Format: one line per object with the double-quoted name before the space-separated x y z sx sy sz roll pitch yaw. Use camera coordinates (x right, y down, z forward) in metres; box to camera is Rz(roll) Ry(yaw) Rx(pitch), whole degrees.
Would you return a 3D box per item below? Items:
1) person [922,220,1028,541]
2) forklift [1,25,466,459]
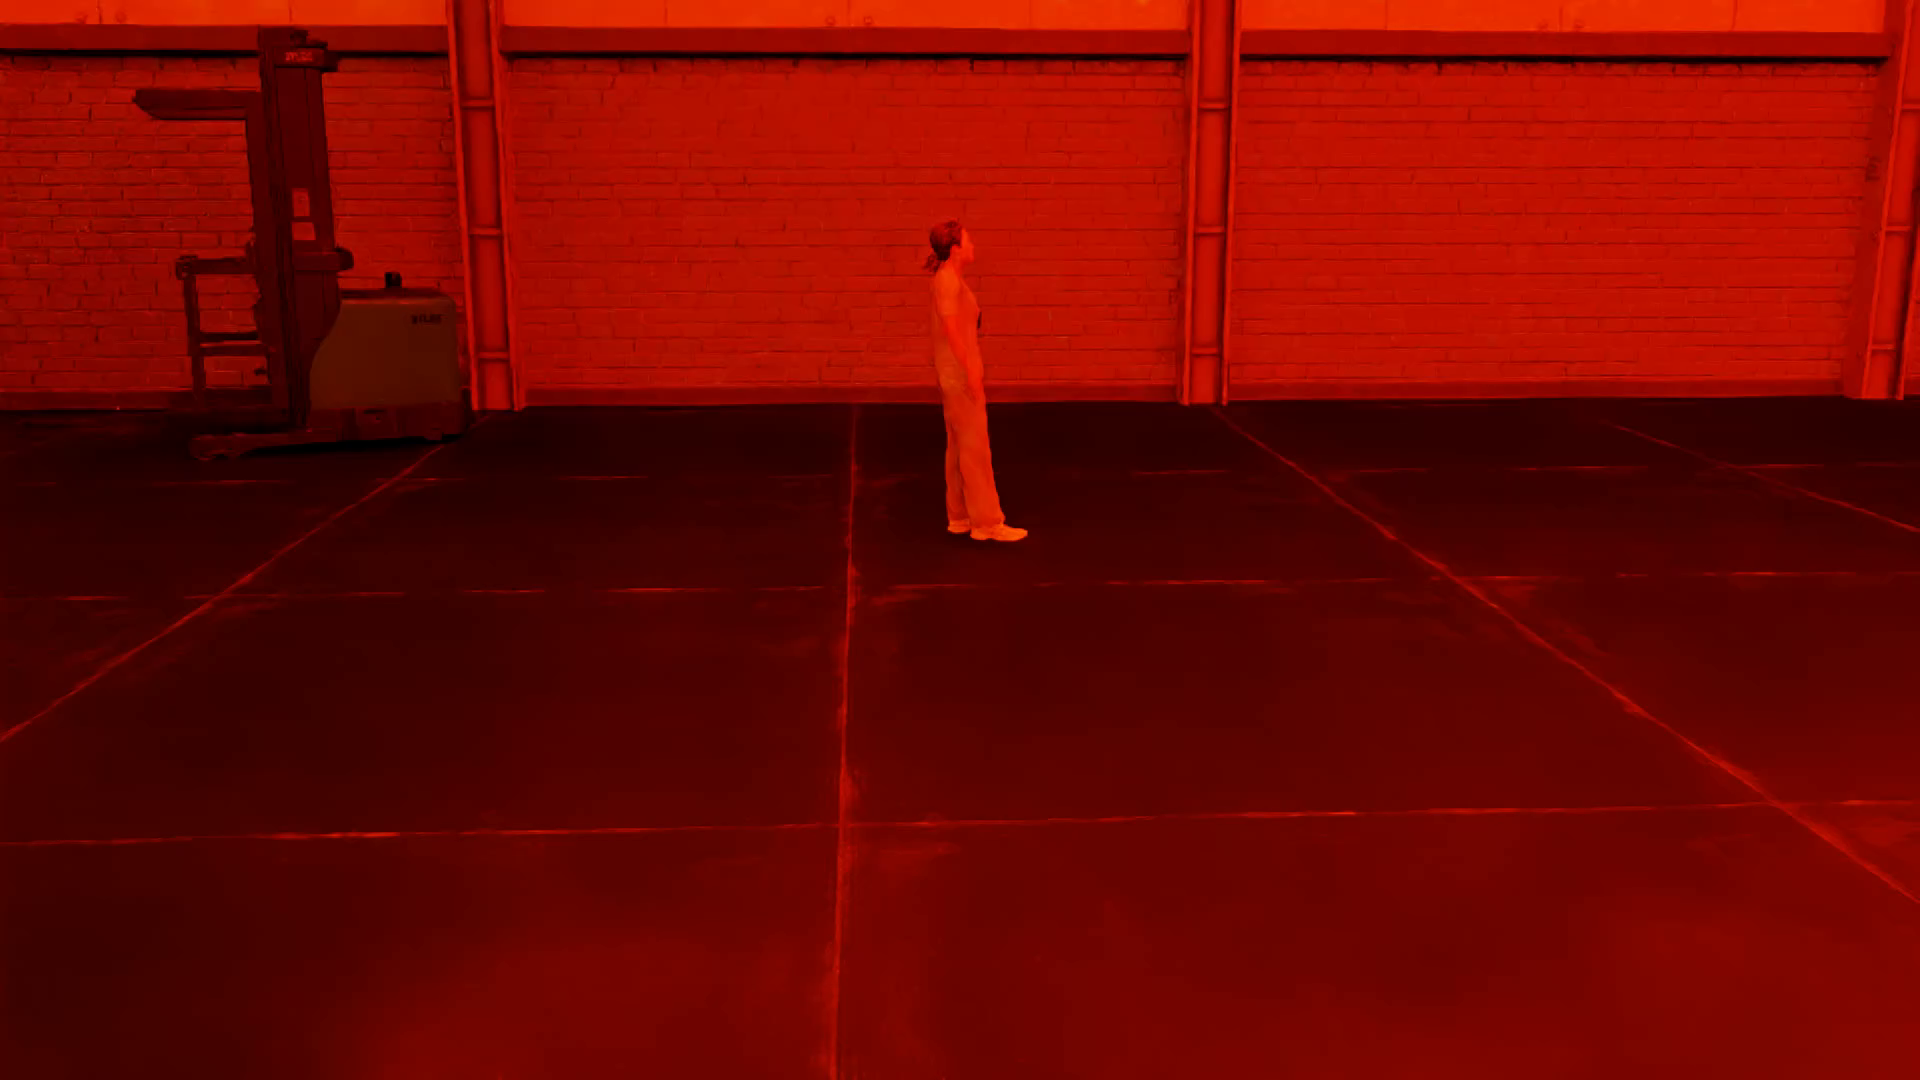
"person" 0.074 -0.861 8.900 0.549 1.673 0.550 -1 13 -3
"forklift" -5.234 -2.124 11.863 3.031 2.935 1.130 -5 14 -23
